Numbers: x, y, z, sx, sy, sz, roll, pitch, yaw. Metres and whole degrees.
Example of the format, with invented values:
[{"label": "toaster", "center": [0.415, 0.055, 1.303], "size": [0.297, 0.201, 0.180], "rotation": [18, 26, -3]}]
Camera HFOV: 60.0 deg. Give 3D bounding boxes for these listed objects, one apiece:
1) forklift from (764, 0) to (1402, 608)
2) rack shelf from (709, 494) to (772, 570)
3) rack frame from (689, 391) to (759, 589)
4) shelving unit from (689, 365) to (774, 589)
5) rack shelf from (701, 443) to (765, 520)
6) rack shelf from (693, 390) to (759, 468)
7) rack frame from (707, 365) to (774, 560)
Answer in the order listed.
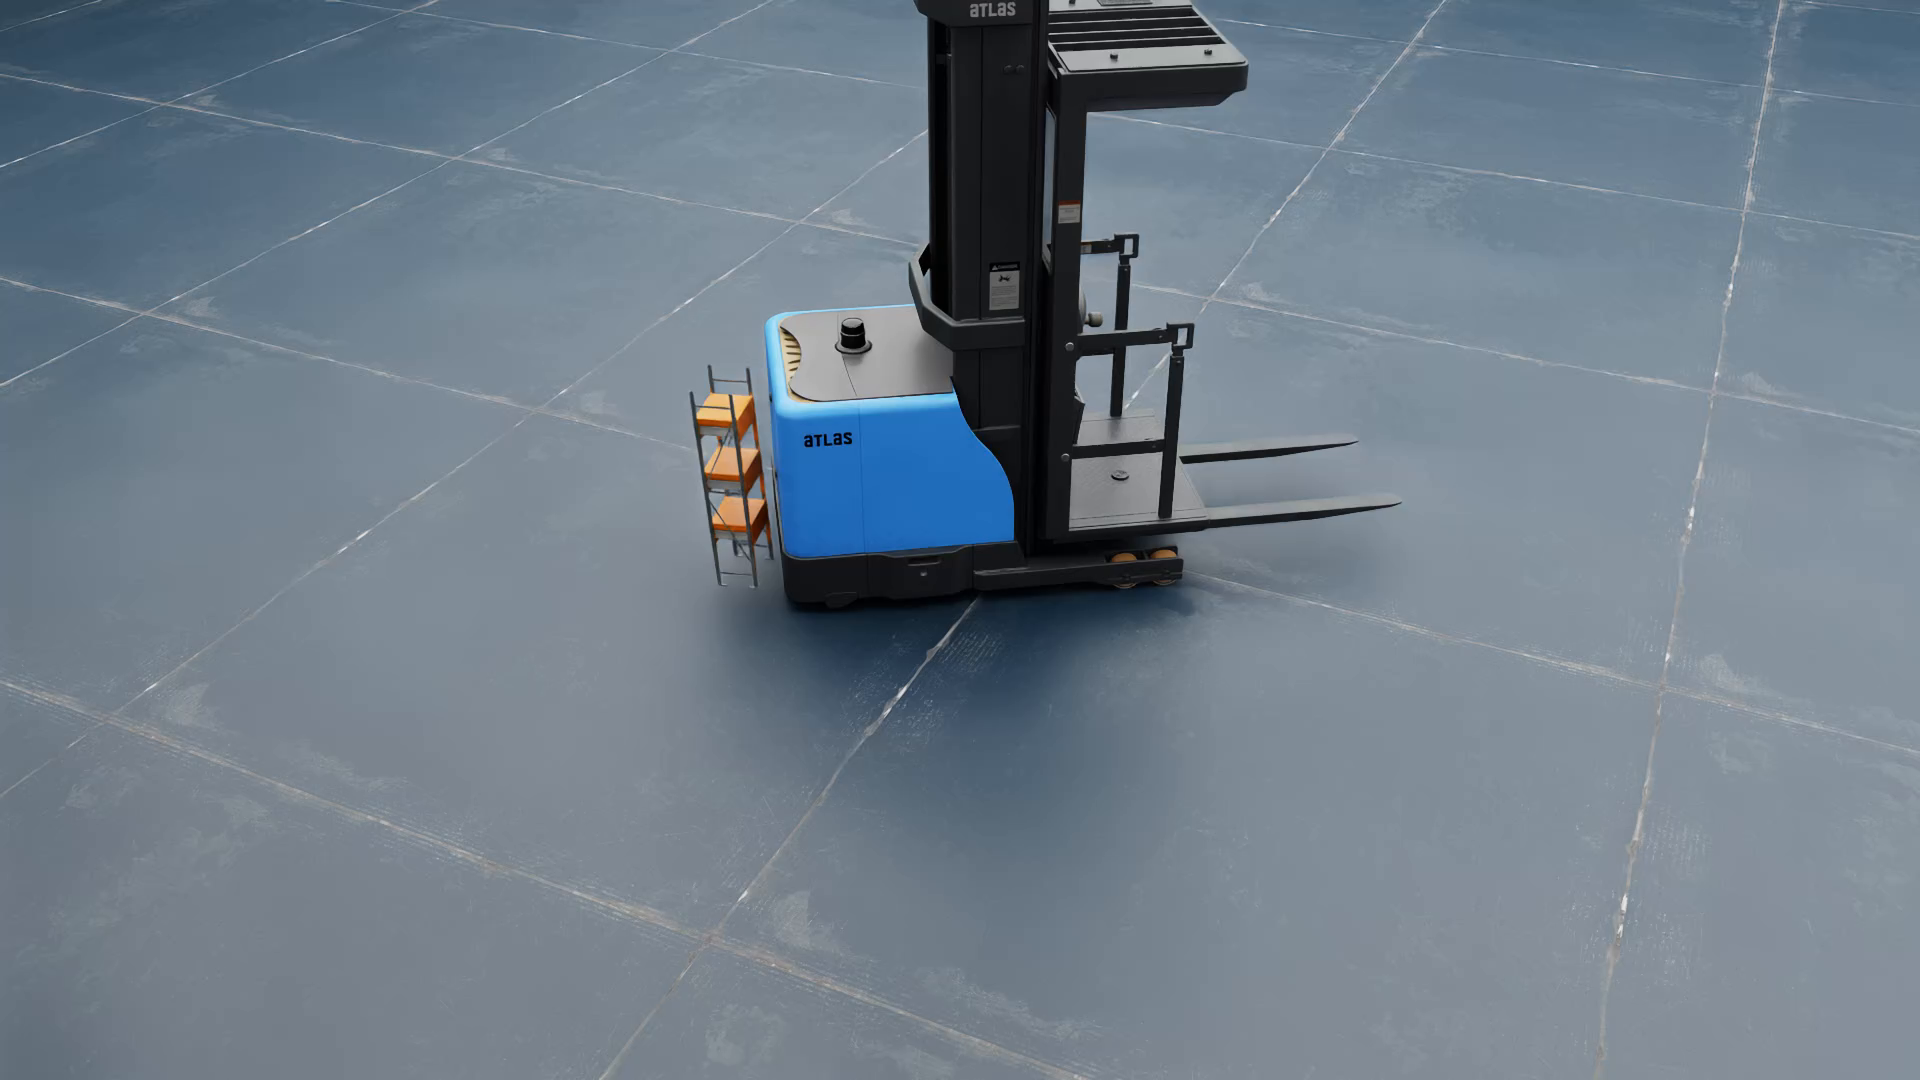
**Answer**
[{"label": "forklift", "center": [0.618, -1.278, 7.526], "size": [3.031, 2.935, 1.130], "rotation": [-5, 34, -7]}, {"label": "rack shelf", "center": [-1.039, -0.042, 7.870], "size": [0.215, 0.259, 0.240], "rotation": [5, 35, 11]}, {"label": "rack frame", "center": [-1.076, -0.213, 7.610], "size": [0.200, 1.050, 0.008], "rotation": [5, 35, 11]}, {"label": "shelving unit", "center": [-1.050, -0.281, 7.708], "size": [0.215, 1.050, 0.252], "rotation": [5, 35, 11]}, {"label": "rack shelf", "center": [-1.050, -0.272, 7.714], "size": [0.215, 0.259, 0.240], "rotation": [5, 35, 11]}, {"label": "rack shelf", "center": [-1.062, -0.507, 7.555], "size": [0.215, 0.259, 0.240], "rotation": [5, 35, 11]}, {"label": "rack frame", "center": [-1.025, -0.349, 7.806], "size": [0.200, 1.050, 0.008], "rotation": [5, 35, 11]}]
